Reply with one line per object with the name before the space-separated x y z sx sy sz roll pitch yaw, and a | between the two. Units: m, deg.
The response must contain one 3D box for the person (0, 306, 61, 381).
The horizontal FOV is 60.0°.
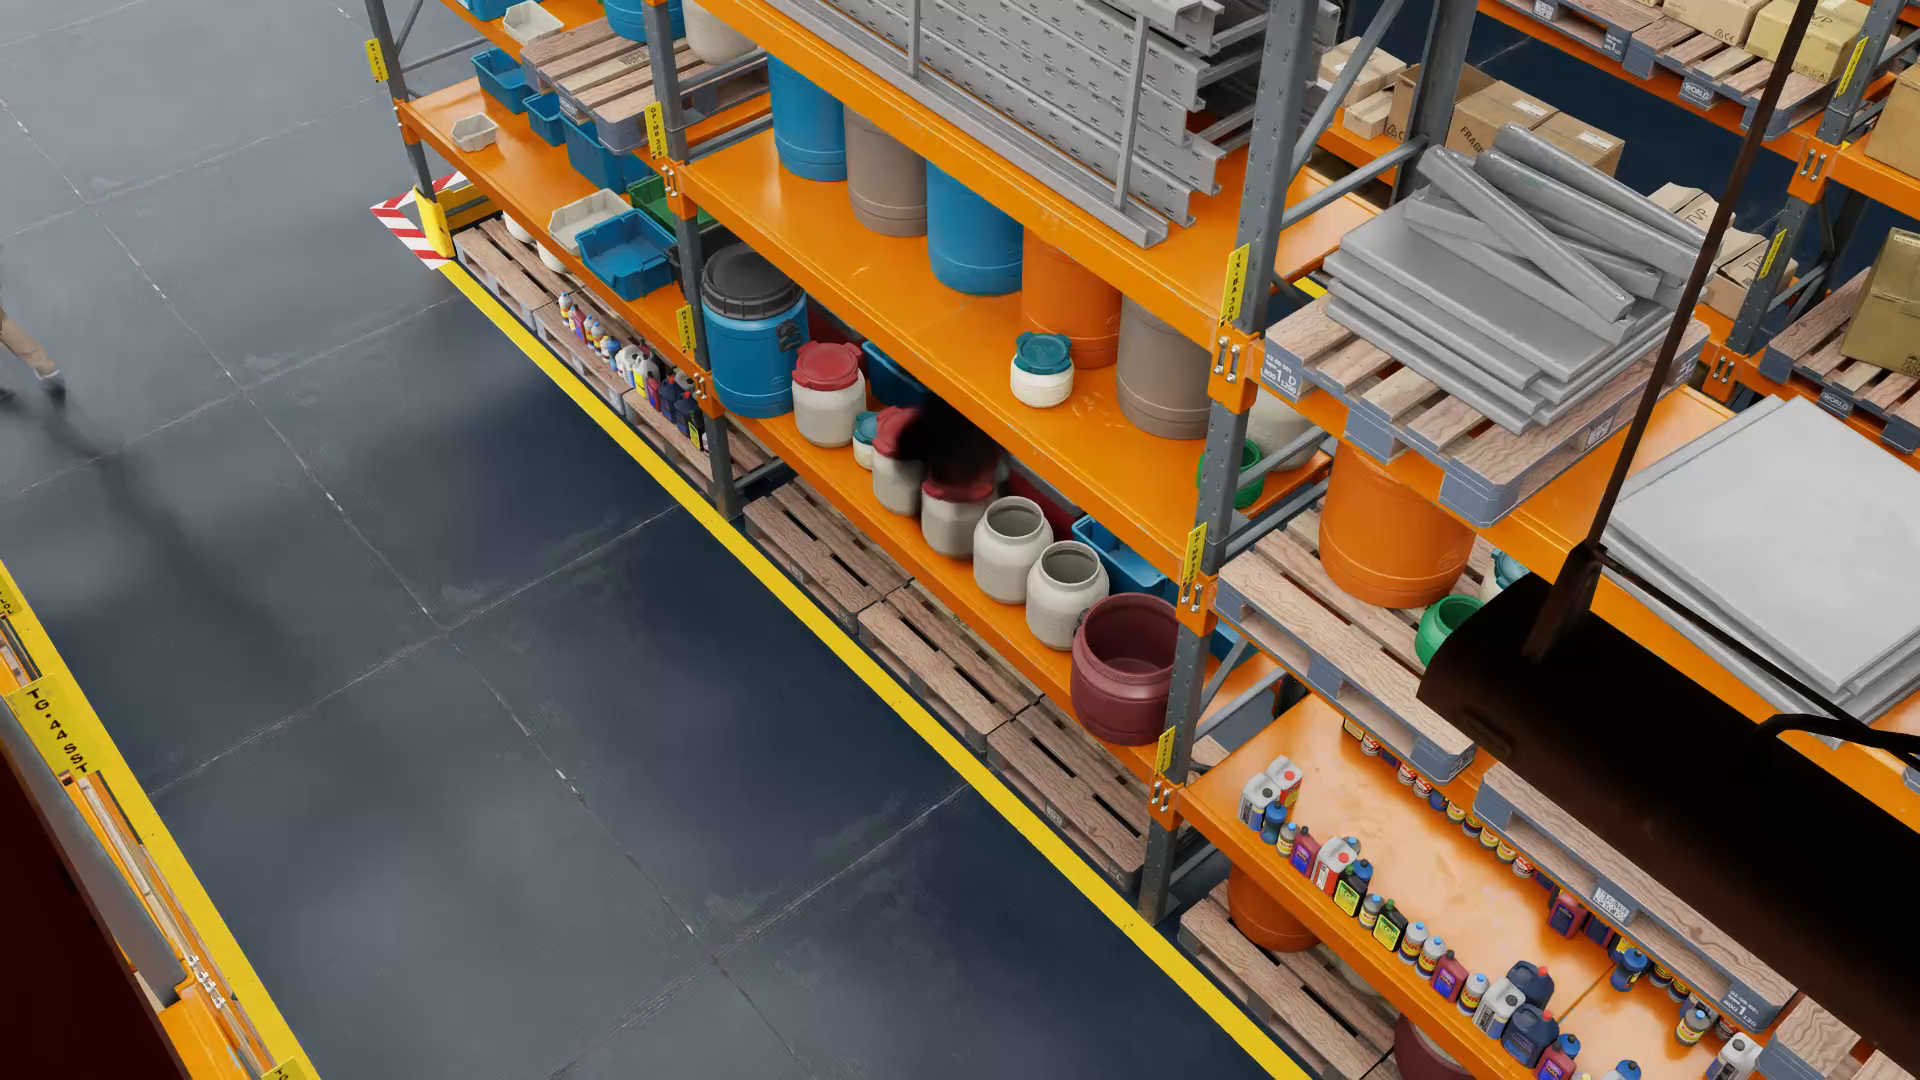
person | -6.905 -1.615 11.351 0.803 1.792 0.713 20 50 18
